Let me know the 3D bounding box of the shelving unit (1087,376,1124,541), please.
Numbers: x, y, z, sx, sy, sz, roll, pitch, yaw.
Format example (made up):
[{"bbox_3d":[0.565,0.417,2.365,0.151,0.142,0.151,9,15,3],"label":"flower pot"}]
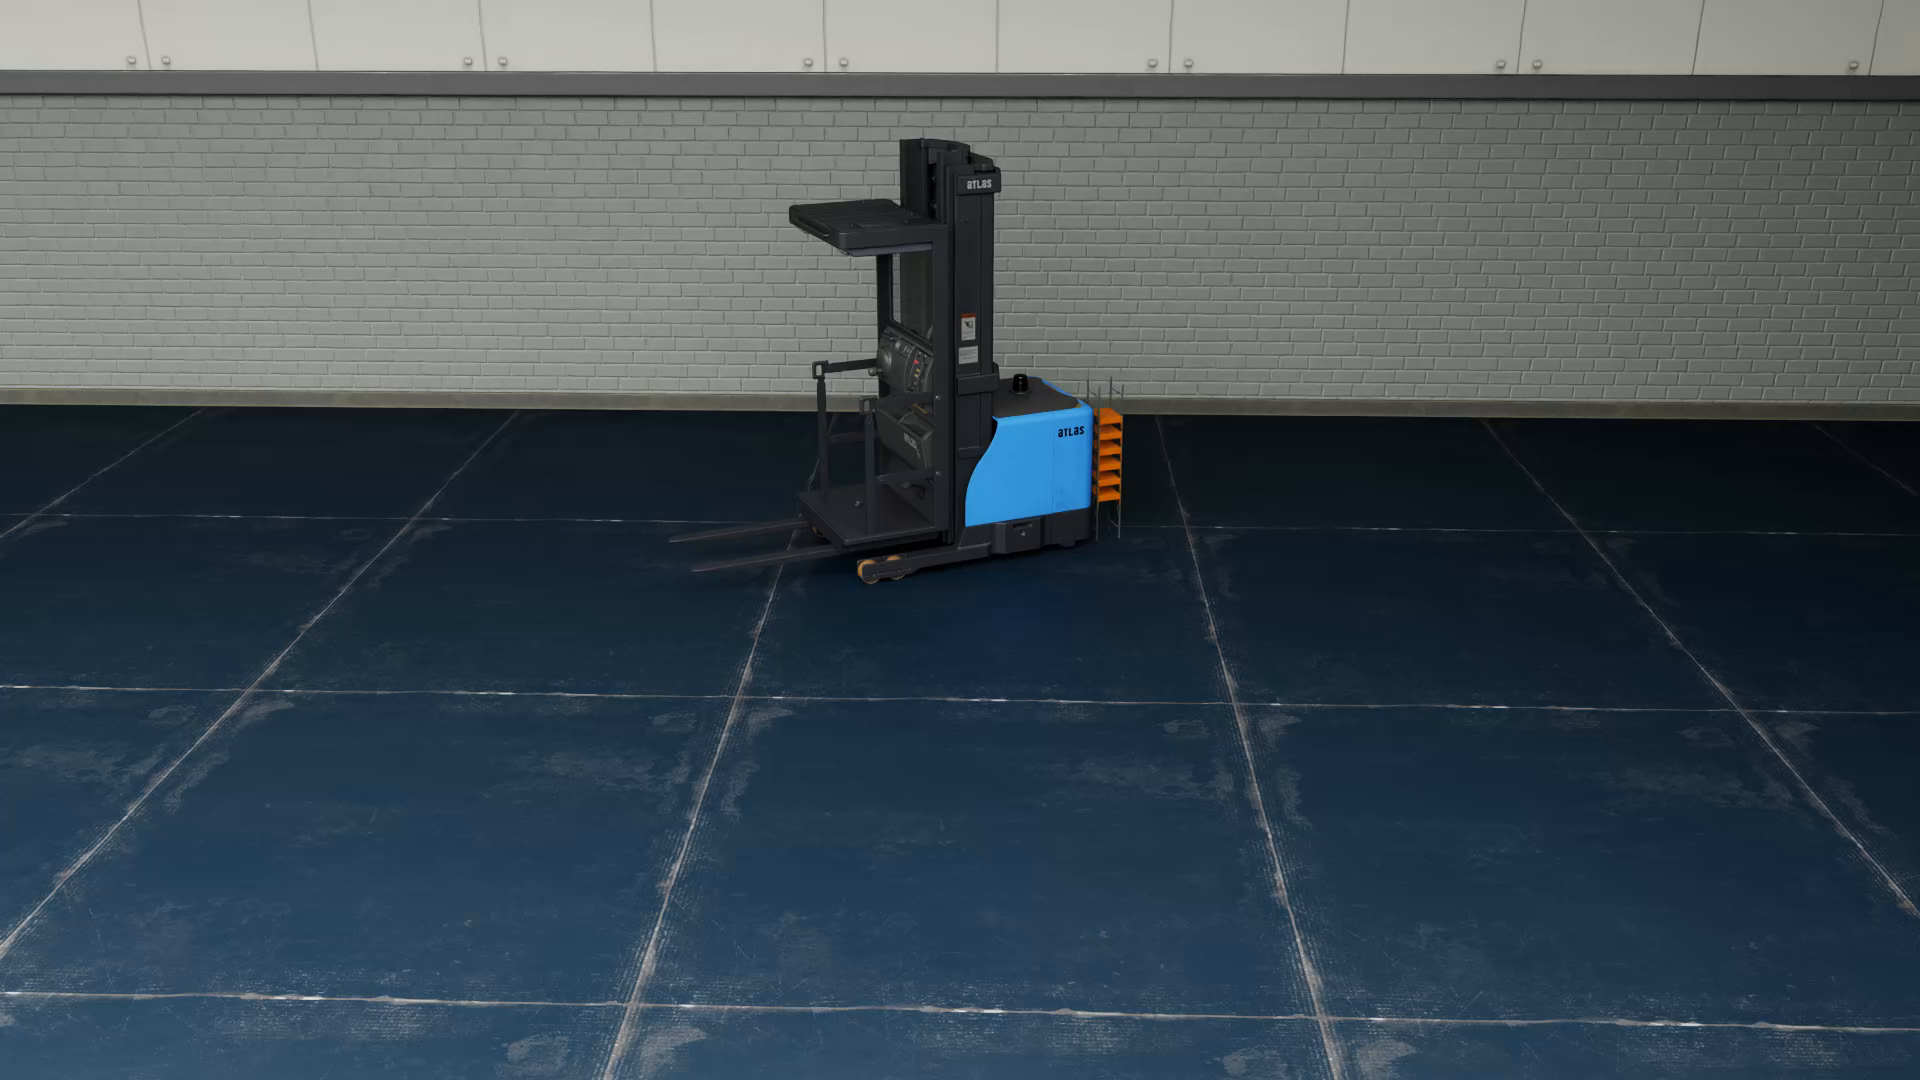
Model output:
[{"bbox_3d":[1.073,-0.602,12.418,0.189,1.200,0.258,-7,22,-17],"label":"shelving unit"}]

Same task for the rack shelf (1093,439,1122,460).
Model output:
[{"bbox_3d":[1.072,-0.672,12.390,0.180,0.103,0.258,-7,22,-17],"label":"rack shelf"}]

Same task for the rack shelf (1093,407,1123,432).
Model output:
[{"bbox_3d":[1.069,-0.896,12.303,0.180,0.103,0.258,-7,22,-17],"label":"rack shelf"}]

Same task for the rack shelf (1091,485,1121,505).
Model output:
[{"bbox_3d":[1.076,-0.337,12.522,0.180,0.103,0.258,-7,22,-17],"label":"rack shelf"}]

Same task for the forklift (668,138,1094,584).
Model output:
[{"bbox_3d":[-0.577,-1.275,11.763,3.031,2.935,1.130,-9,23,-22],"label":"forklift"}]

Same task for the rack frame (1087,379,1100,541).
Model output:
[{"bbox_3d":[0.986,-0.590,12.392,0.006,1.200,0.240,-7,22,-17],"label":"rack frame"}]

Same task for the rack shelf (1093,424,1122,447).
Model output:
[{"bbox_3d":[1.070,-0.784,12.347,0.180,0.103,0.258,-7,22,-17],"label":"rack shelf"}]

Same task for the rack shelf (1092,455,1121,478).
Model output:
[{"bbox_3d":[1.073,-0.560,12.434,0.180,0.103,0.258,-7,22,-17],"label":"rack shelf"}]

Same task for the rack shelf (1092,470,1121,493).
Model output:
[{"bbox_3d":[1.075,-0.449,12.478,0.180,0.103,0.258,-7,22,-17],"label":"rack shelf"}]

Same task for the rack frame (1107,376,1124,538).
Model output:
[{"bbox_3d":[1.160,-0.613,12.444,0.006,1.200,0.240,-7,22,-17],"label":"rack frame"}]
